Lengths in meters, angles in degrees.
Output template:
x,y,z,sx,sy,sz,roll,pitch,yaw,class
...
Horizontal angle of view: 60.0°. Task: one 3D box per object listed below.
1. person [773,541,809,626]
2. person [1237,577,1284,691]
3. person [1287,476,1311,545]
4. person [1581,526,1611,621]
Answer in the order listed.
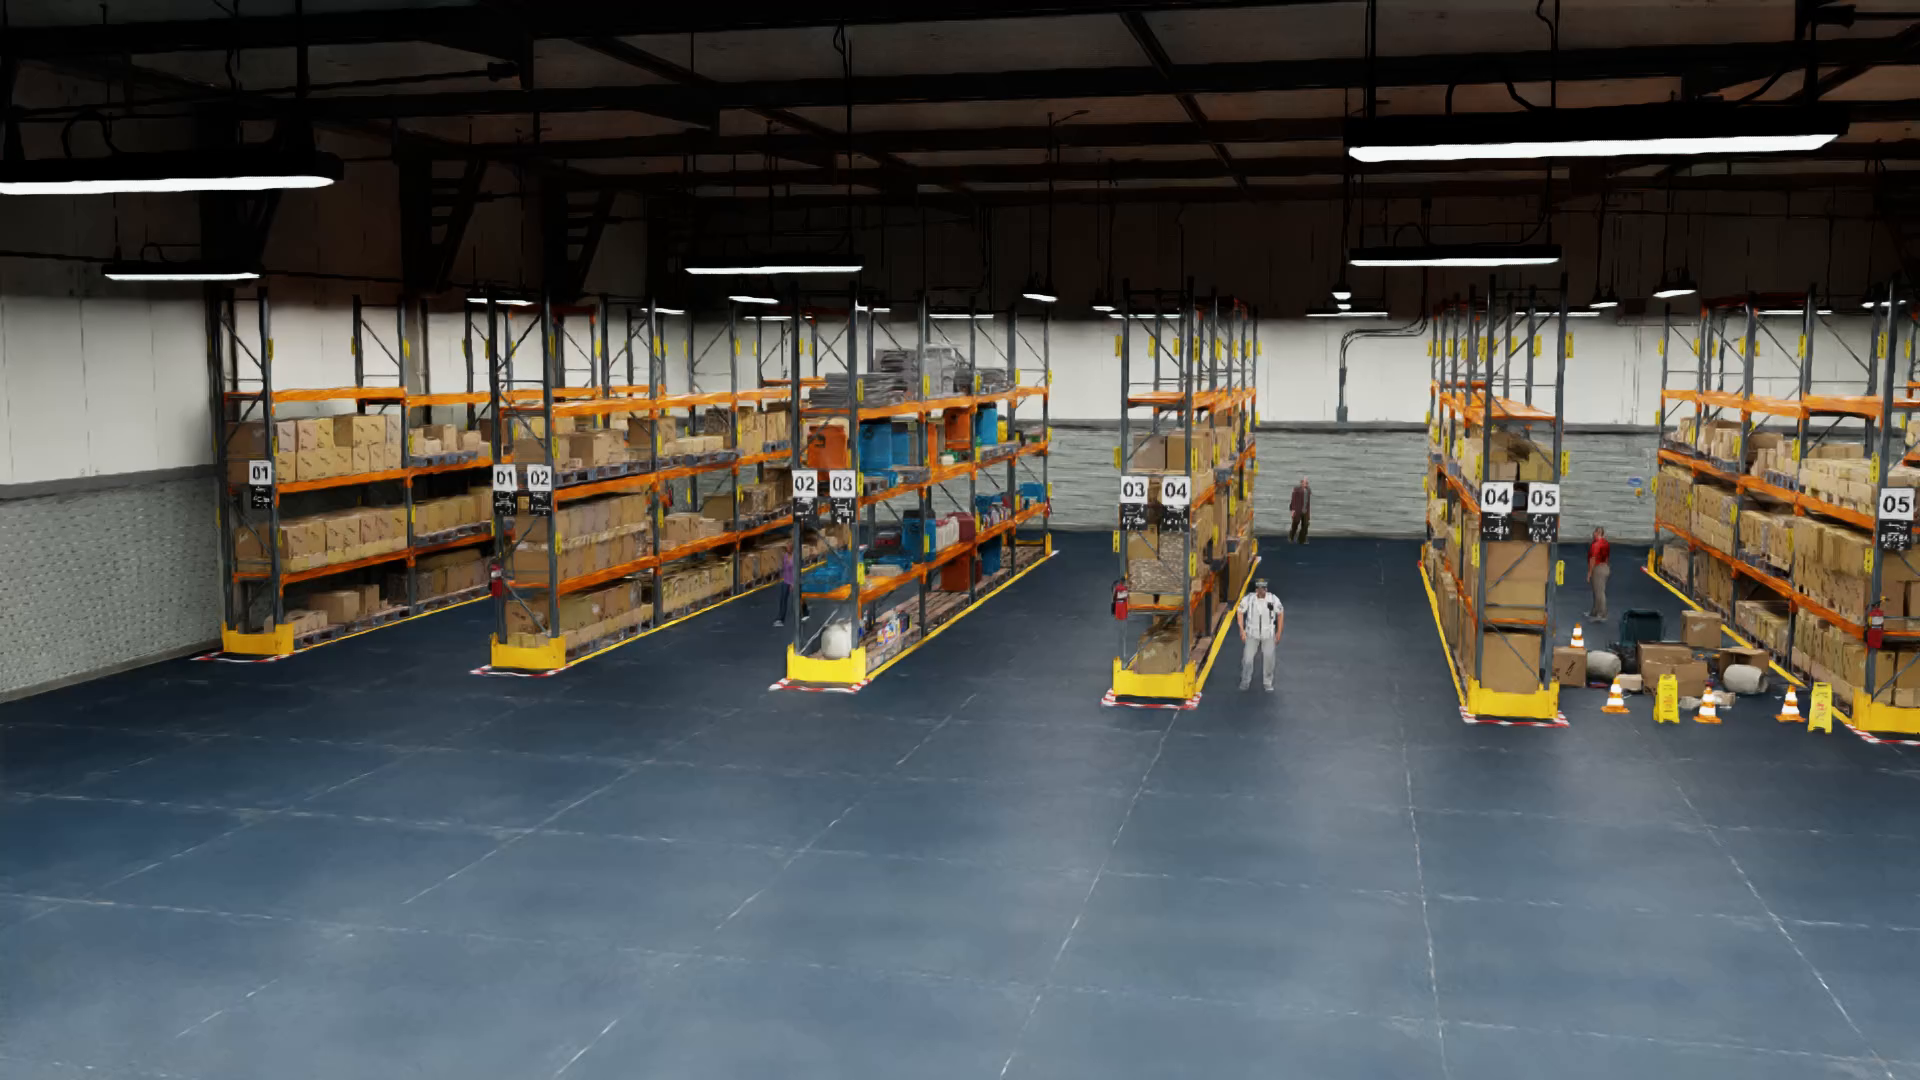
x,y,z,sx,sy,sz,roll,pitch,yaw,class
-3.039,0.769,30.162,0.408,1.531,0.961,3,7,22,person
4.394,1.365,24.351,0.682,1.715,0.542,1,7,11,person
8.686,-0.759,42.569,0.603,1.767,0.630,-3,7,-22,person
11.764,0.604,30.750,0.580,1.721,0.655,6,9,42,person
